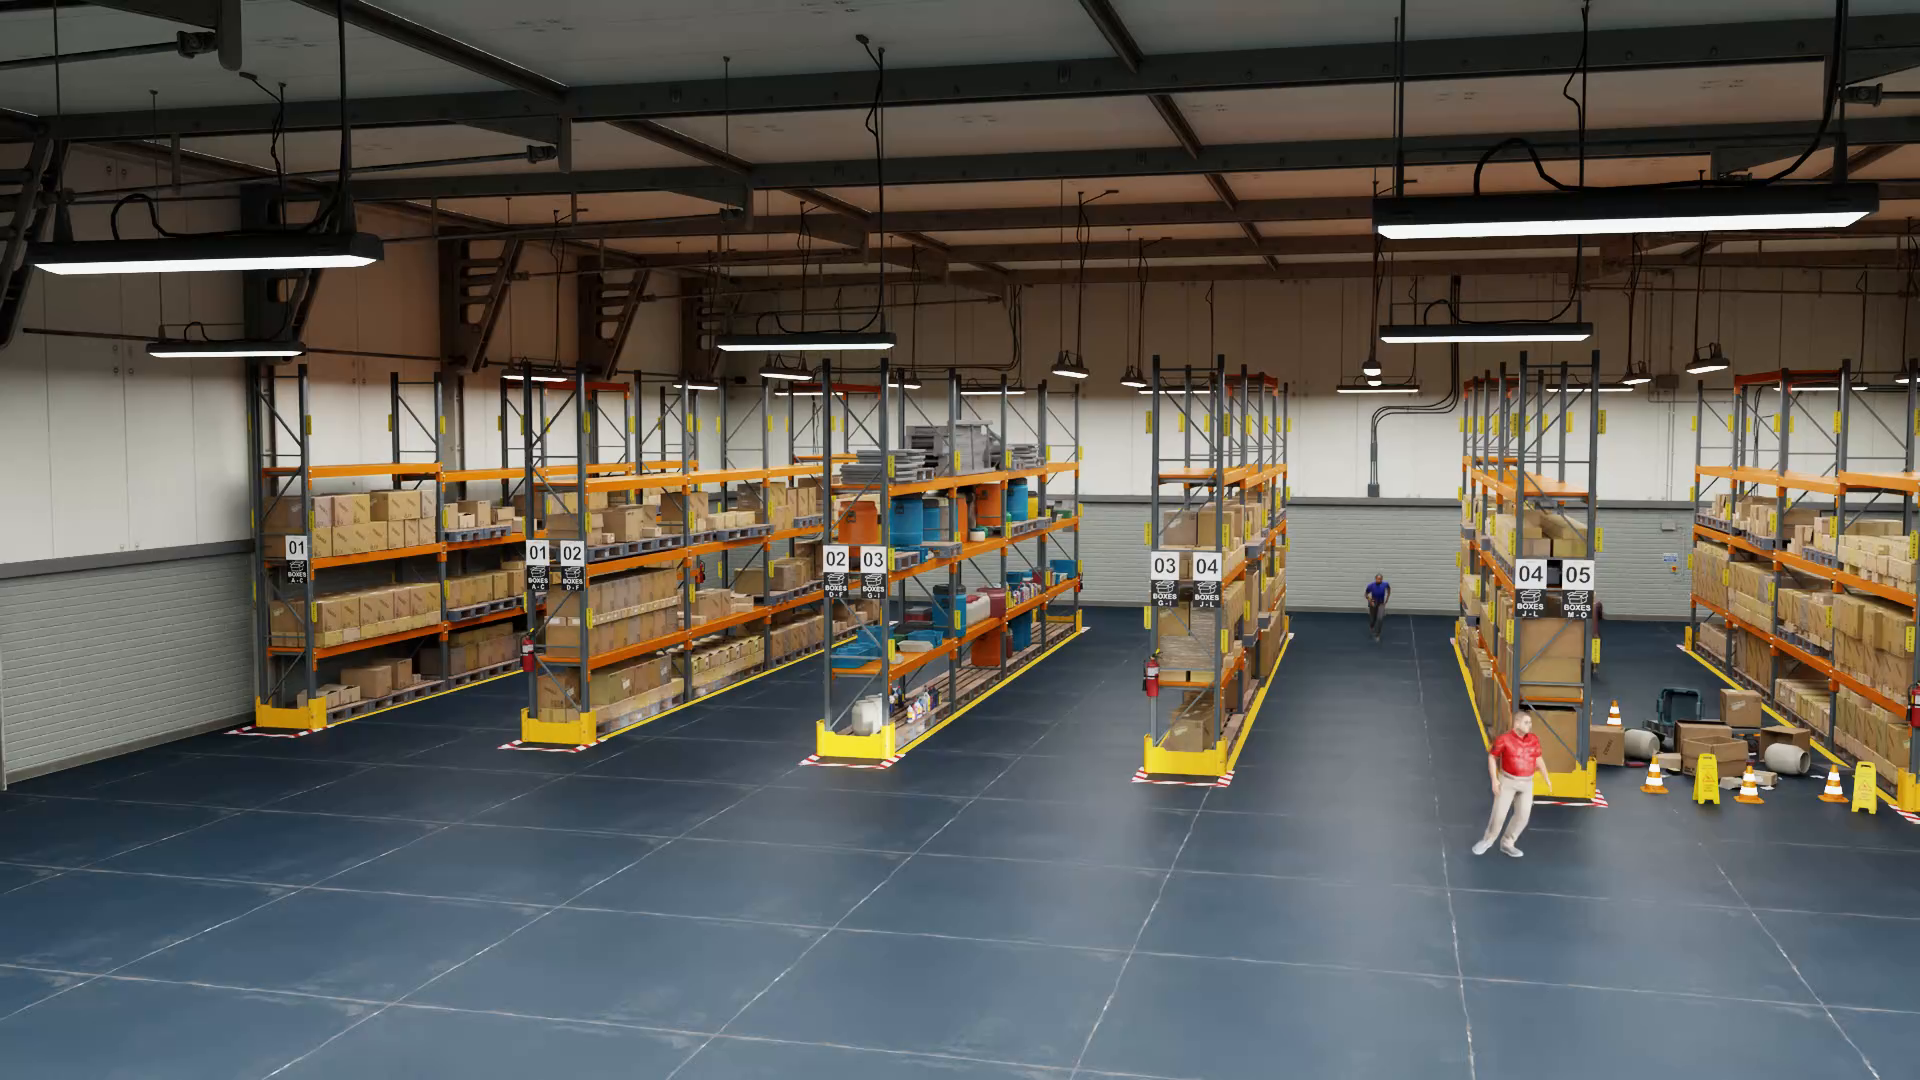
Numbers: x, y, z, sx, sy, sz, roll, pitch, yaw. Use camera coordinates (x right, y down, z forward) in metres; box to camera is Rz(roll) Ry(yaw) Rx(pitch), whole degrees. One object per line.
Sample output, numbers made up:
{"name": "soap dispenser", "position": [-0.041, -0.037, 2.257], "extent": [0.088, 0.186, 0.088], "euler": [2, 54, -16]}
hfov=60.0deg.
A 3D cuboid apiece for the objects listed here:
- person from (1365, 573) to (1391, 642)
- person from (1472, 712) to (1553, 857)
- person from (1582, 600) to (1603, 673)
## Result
{"name": "person", "position": [9.735, 1.555, 38.861], "extent": [0.601, 1.618, 0.959], "euler": [0, 4, 1]}
{"name": "person", "position": [6.383, 2.832, 19.207], "extent": [0.785, 1.698, 0.598], "euler": [-1, 4, -13]}
{"name": "person", "position": [12.666, 1.828, 33.518], "extent": [0.625, 1.726, 1.011], "euler": [1, 4, 7]}
